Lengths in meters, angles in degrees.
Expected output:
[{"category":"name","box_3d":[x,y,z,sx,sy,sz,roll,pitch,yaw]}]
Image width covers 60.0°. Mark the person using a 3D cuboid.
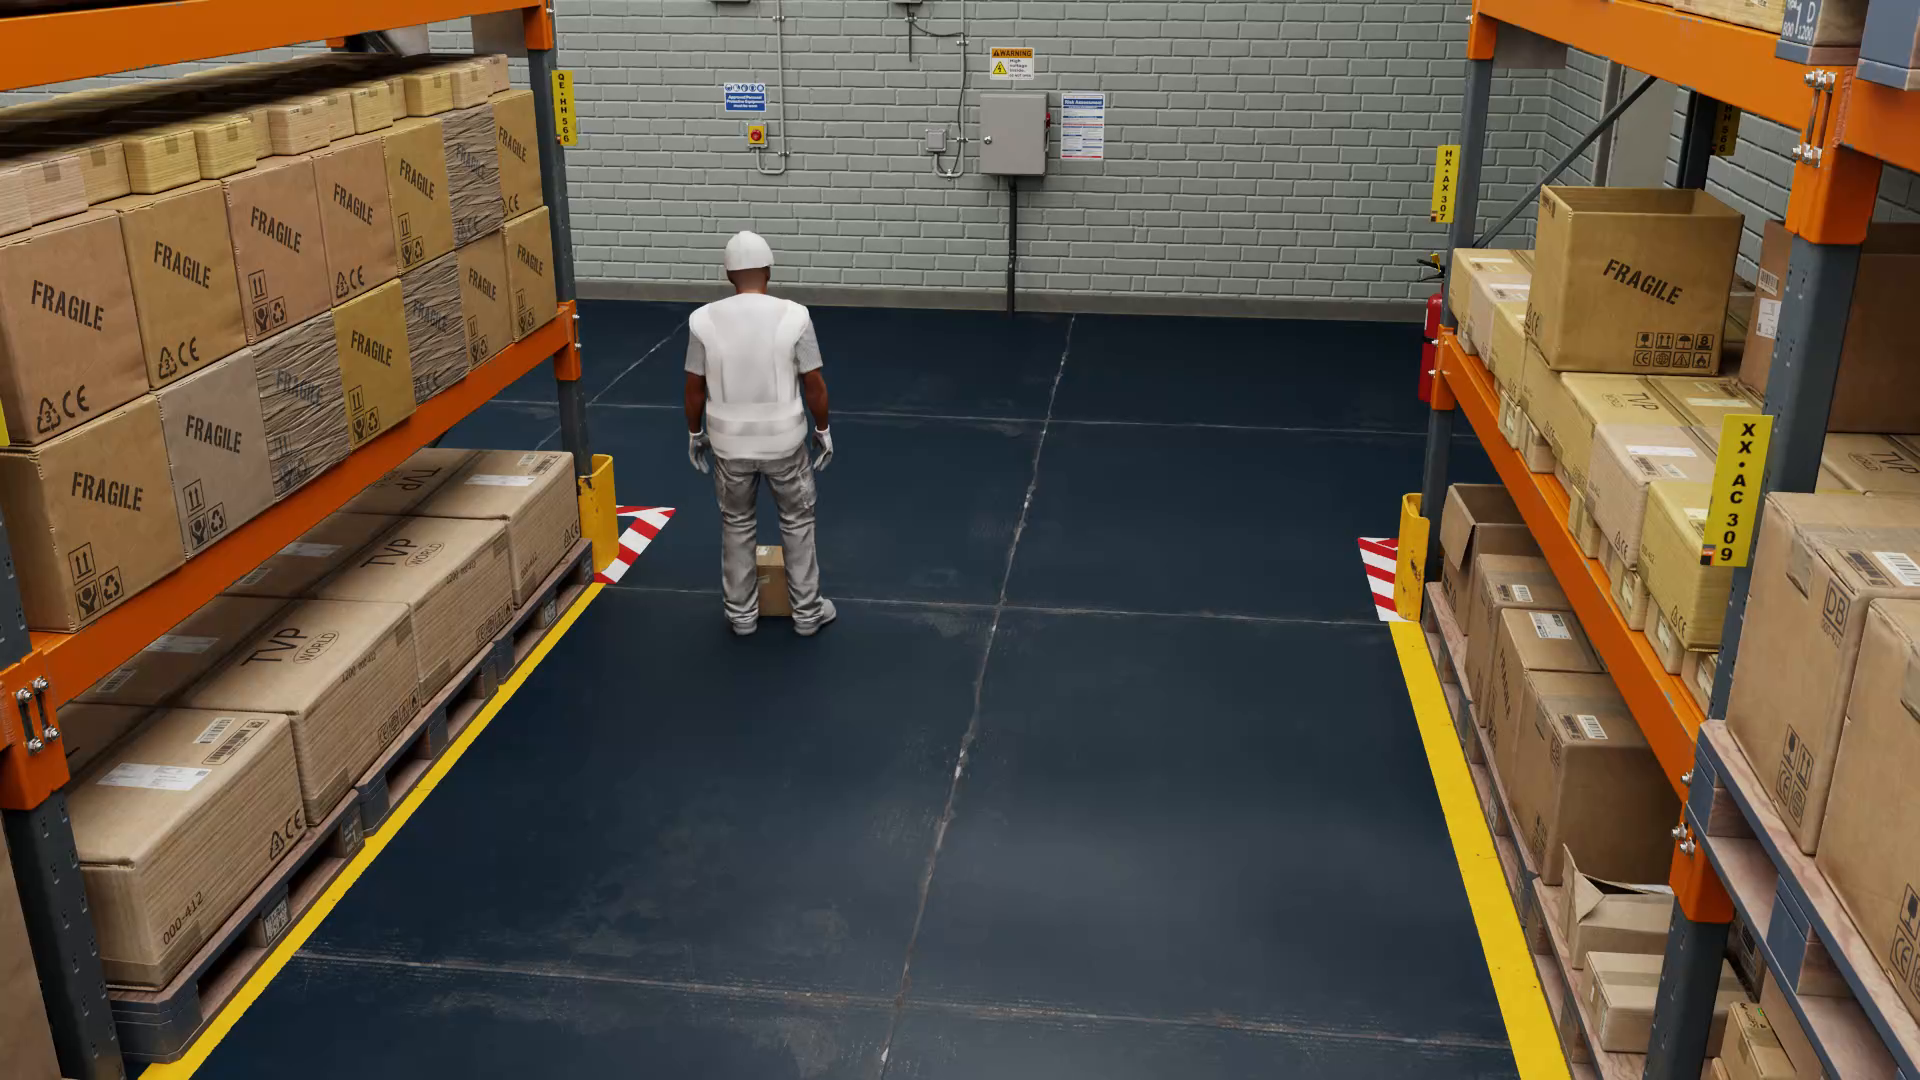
[{"category":"person","box_3d":[-0.869,-0.440,7.215,0.627,1.774,0.450,0,21,1]}]
